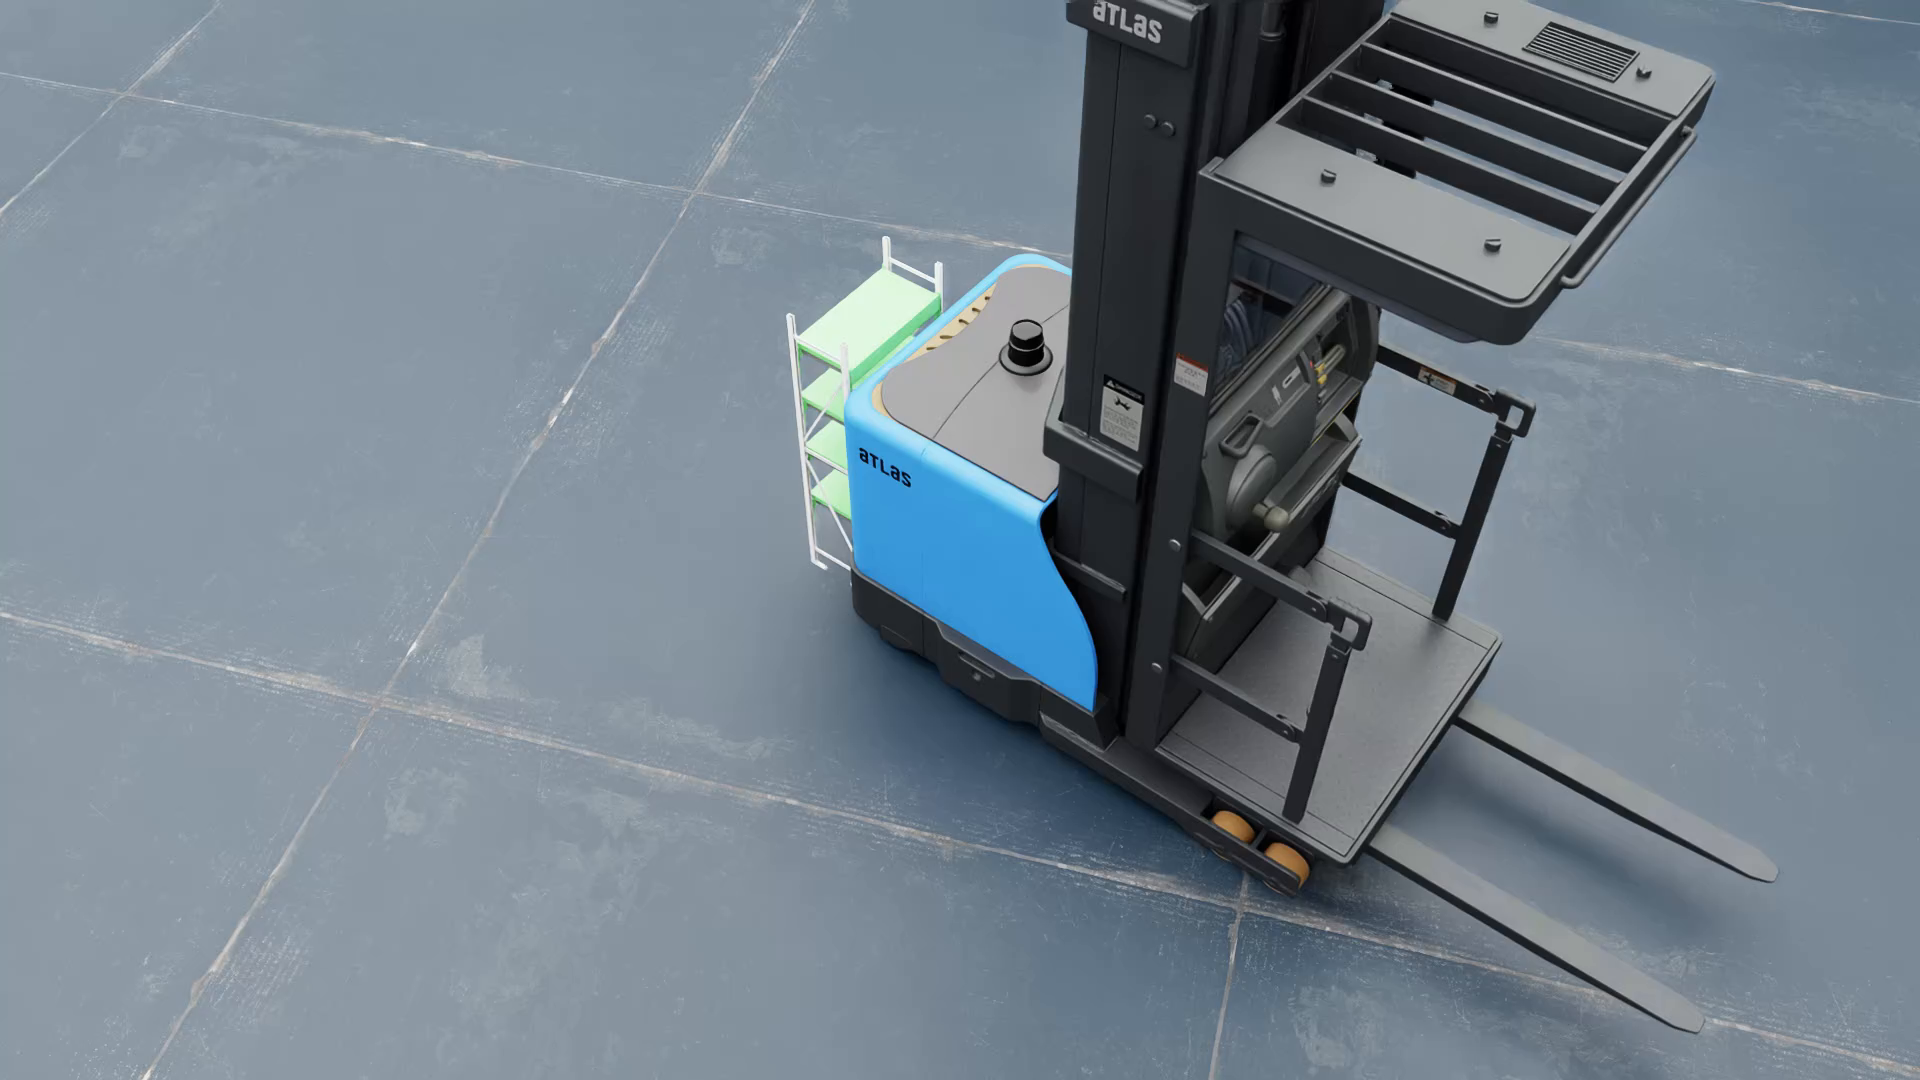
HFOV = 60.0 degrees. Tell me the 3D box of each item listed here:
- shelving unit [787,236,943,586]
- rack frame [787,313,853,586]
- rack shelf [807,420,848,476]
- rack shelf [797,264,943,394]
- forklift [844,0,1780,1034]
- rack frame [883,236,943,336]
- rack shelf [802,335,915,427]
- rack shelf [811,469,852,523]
[{"bbox_3d":[-0.304,-0.412,5.813,0.258,1.200,0.503,29,55,23],"label":"shelving unit"},{"bbox_3d":[-0.451,-0.266,5.684,0.240,1.200,0.015,29,55,23],"label":"rack frame"},{"bbox_3d":[-0.304,-0.370,5.861,0.258,0.148,0.480,29,55,23],"label":"rack shelf"},{"bbox_3d":[-0.304,-0.687,5.501,0.258,0.148,0.480,29,55,23],"label":"rack shelf"},{"bbox_3d":[1.095,-0.309,4.568,3.031,2.935,1.130,30,55,24],"label":"forklift"},{"bbox_3d":[-0.158,-0.558,5.942,0.240,1.200,0.015,29,55,23],"label":"rack frame"},{"bbox_3d":[-0.304,-0.528,5.681,0.258,0.148,0.480,29,55,23],"label":"rack shelf"},{"bbox_3d":[-0.304,-0.211,6.041,0.258,0.148,0.480,29,55,23],"label":"rack shelf"}]
